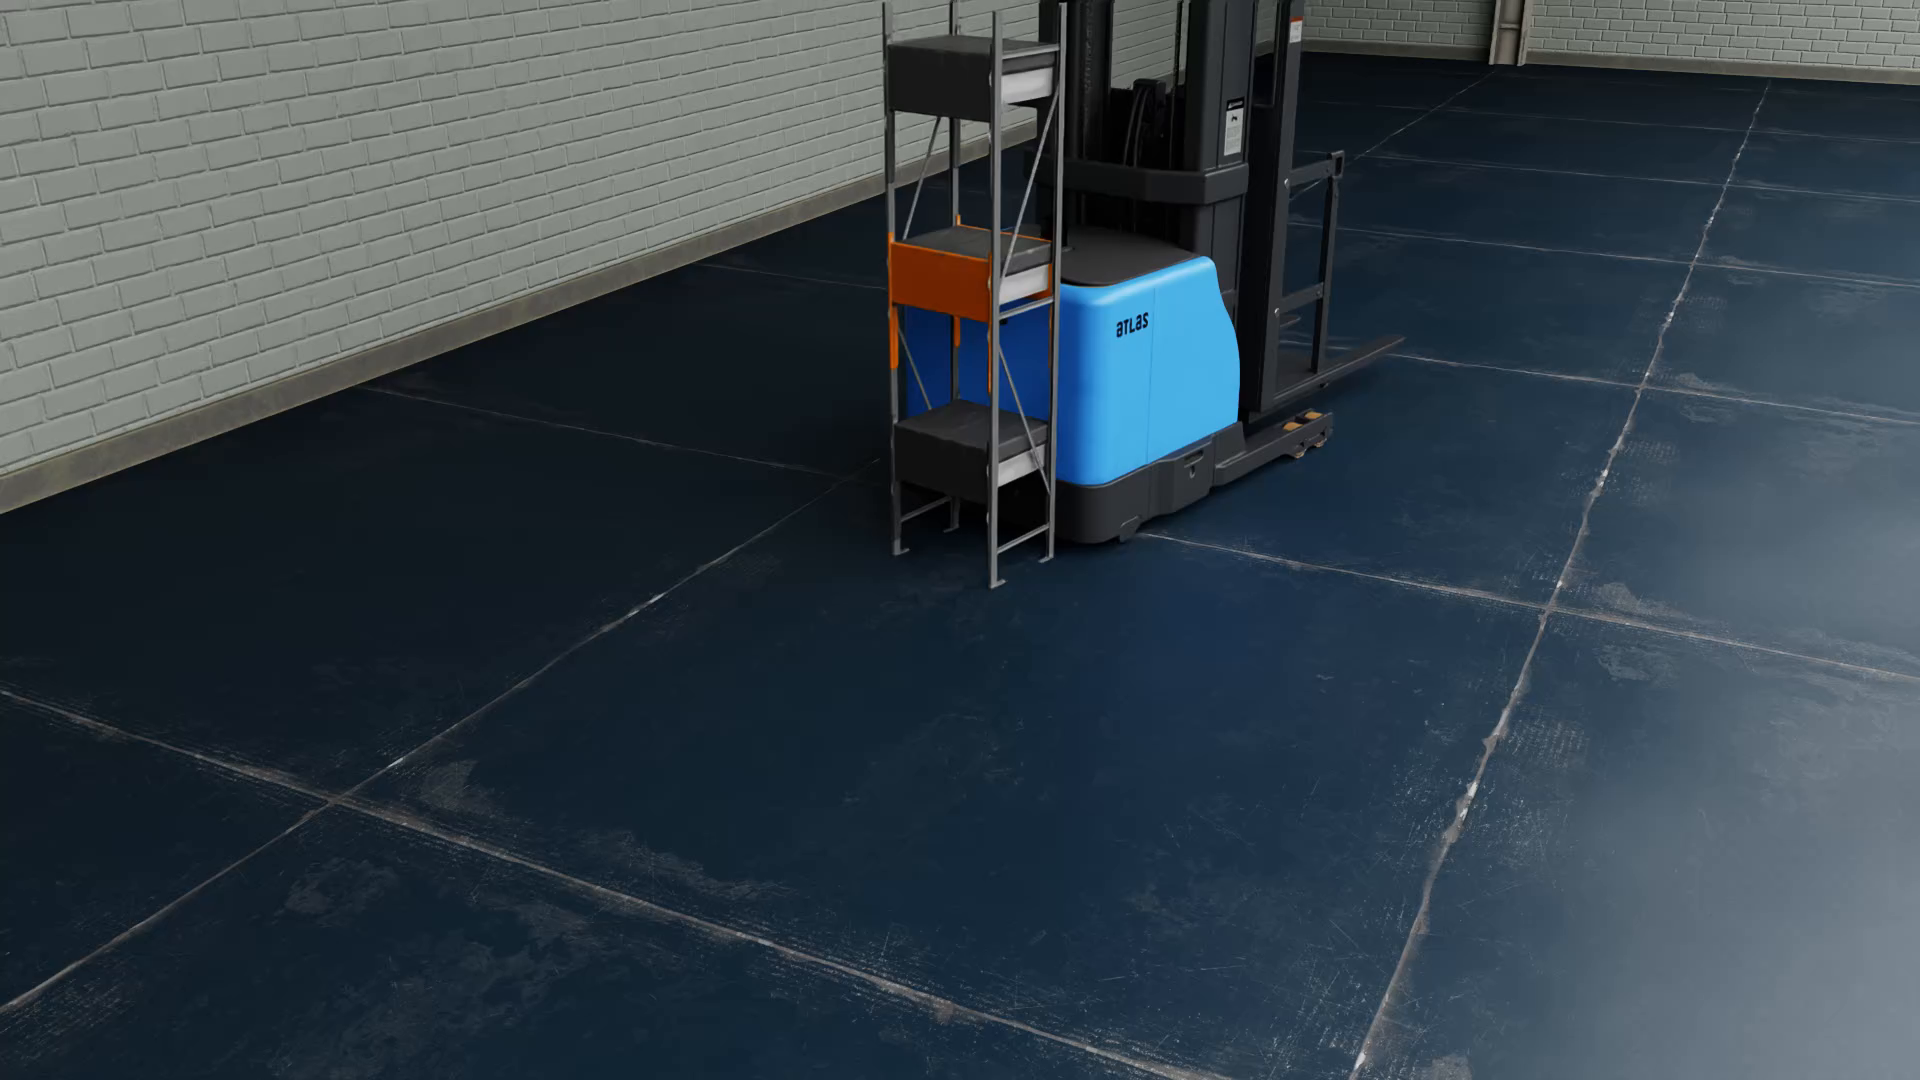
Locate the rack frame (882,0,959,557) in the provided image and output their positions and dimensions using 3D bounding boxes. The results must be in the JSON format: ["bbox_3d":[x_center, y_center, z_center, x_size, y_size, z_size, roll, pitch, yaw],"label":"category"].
[{"bbox_3d":[-0.139,-0.959,6.323,0.015,2.100,0.400,18,29,36],"label":"rack frame"}]

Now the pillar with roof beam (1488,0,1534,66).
[{"bbox_3d":[4.861,-8.563,15.388,0.400,9.000,9.100,11,25,25],"label":"pillar with roof beam"}]

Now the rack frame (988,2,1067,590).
[{"bbox_3d":[0.239,-0.839,6.039,0.015,2.100,0.400,18,29,36],"label":"rack frame"}]

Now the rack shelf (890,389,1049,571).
[{"bbox_3d":[0.050,-0.242,6.460,0.480,0.518,0.431,18,29,36],"label":"rack shelf"}]

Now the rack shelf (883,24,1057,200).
[{"bbox_3d":[0.050,-1.531,5.912,0.480,0.518,0.431,18,29,36],"label":"rack shelf"}]

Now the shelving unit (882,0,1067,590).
[{"bbox_3d":[0.050,-0.899,6.181,0.503,2.100,0.431,18,29,36],"label":"shelving unit"}]

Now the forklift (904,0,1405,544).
[{"bbox_3d":[1.093,-1.835,7.321,1.130,2.935,3.031,18,29,36],"label":"forklift"}]

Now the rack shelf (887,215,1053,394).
[{"bbox_3d":[0.050,-0.886,6.186,0.480,0.518,0.431,18,29,36],"label":"rack shelf"}]
